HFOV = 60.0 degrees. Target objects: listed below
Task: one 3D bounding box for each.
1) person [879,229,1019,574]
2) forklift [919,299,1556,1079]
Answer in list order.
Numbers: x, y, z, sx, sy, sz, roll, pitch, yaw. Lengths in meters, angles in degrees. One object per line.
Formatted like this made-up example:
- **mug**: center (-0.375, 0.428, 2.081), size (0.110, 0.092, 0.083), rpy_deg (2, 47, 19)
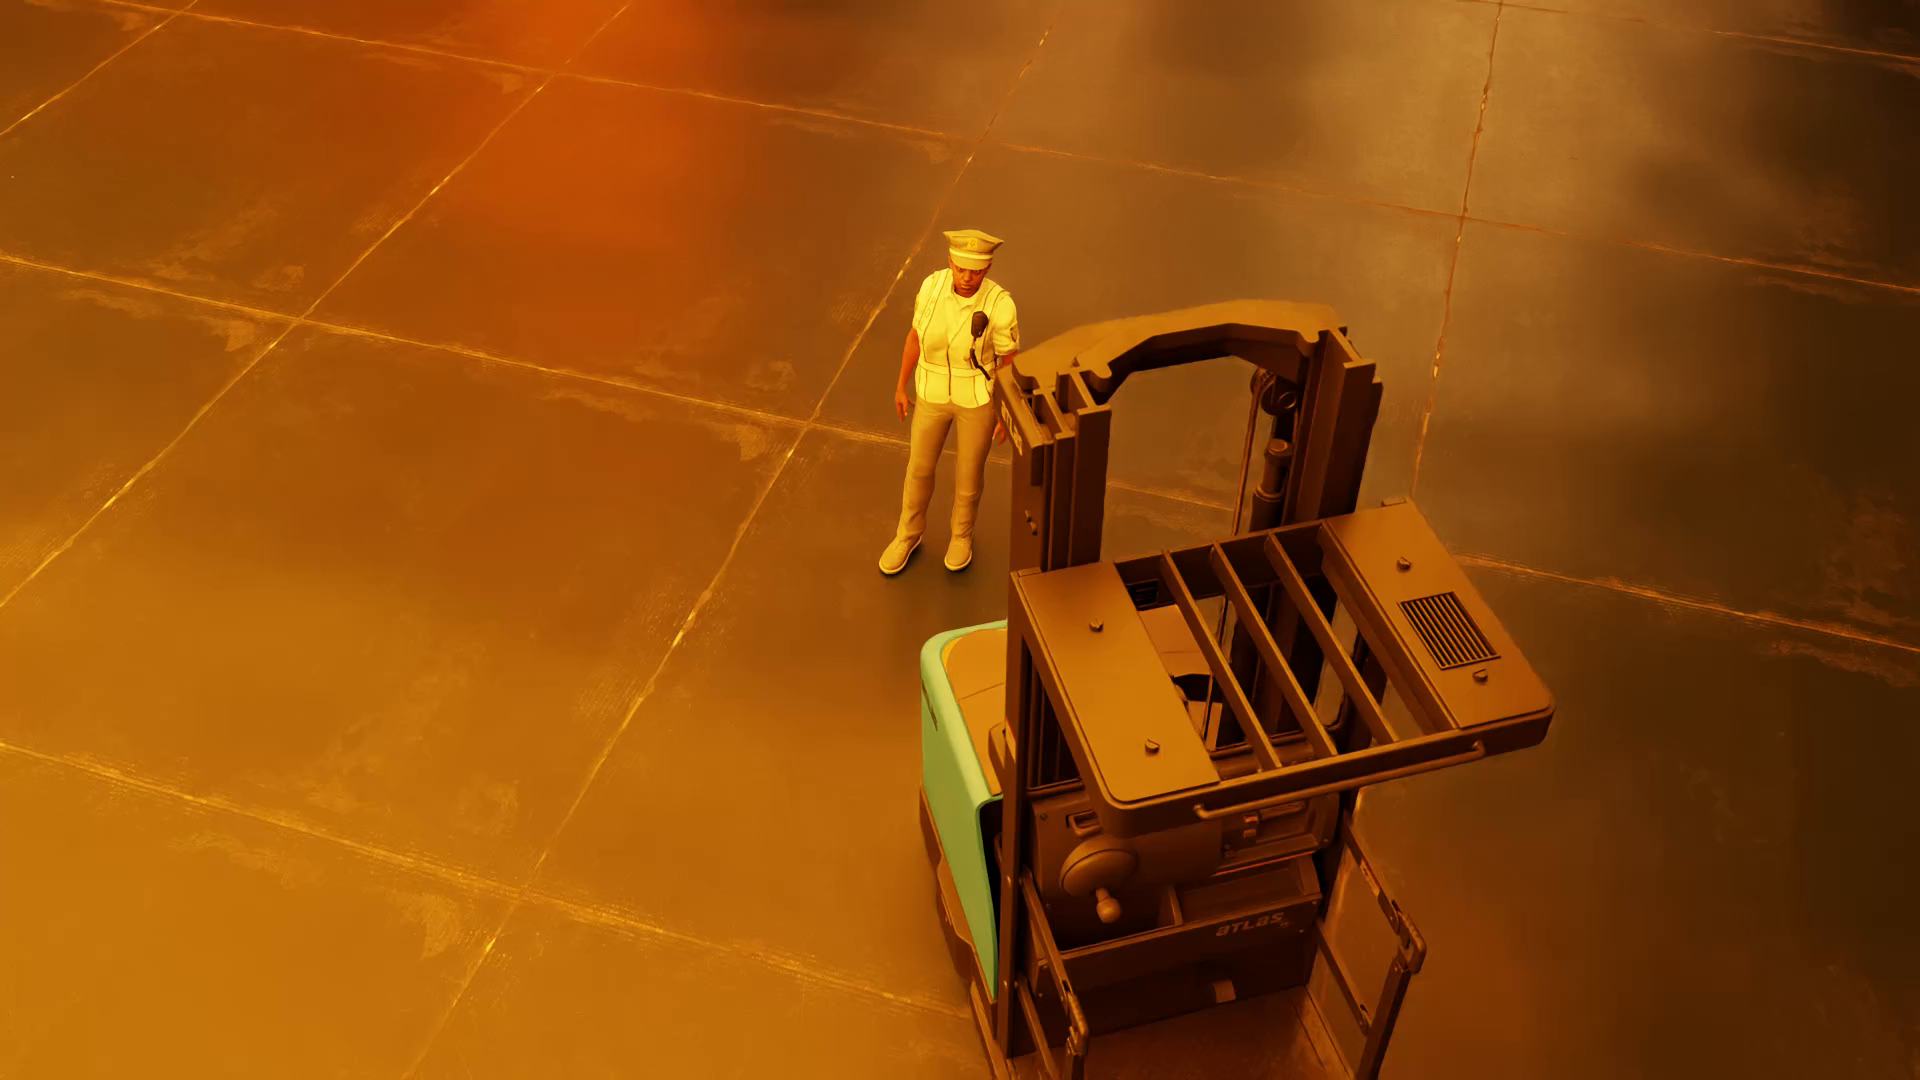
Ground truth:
- **person**: center (-0.042, -0.581, 7.211), size (0.569, 1.694, 0.530), rpy_deg (12, 44, 13)
- **forklift**: center (0.726, 0.934, 4.685), size (1.130, 2.935, 3.031), rpy_deg (-11, 44, -11)
